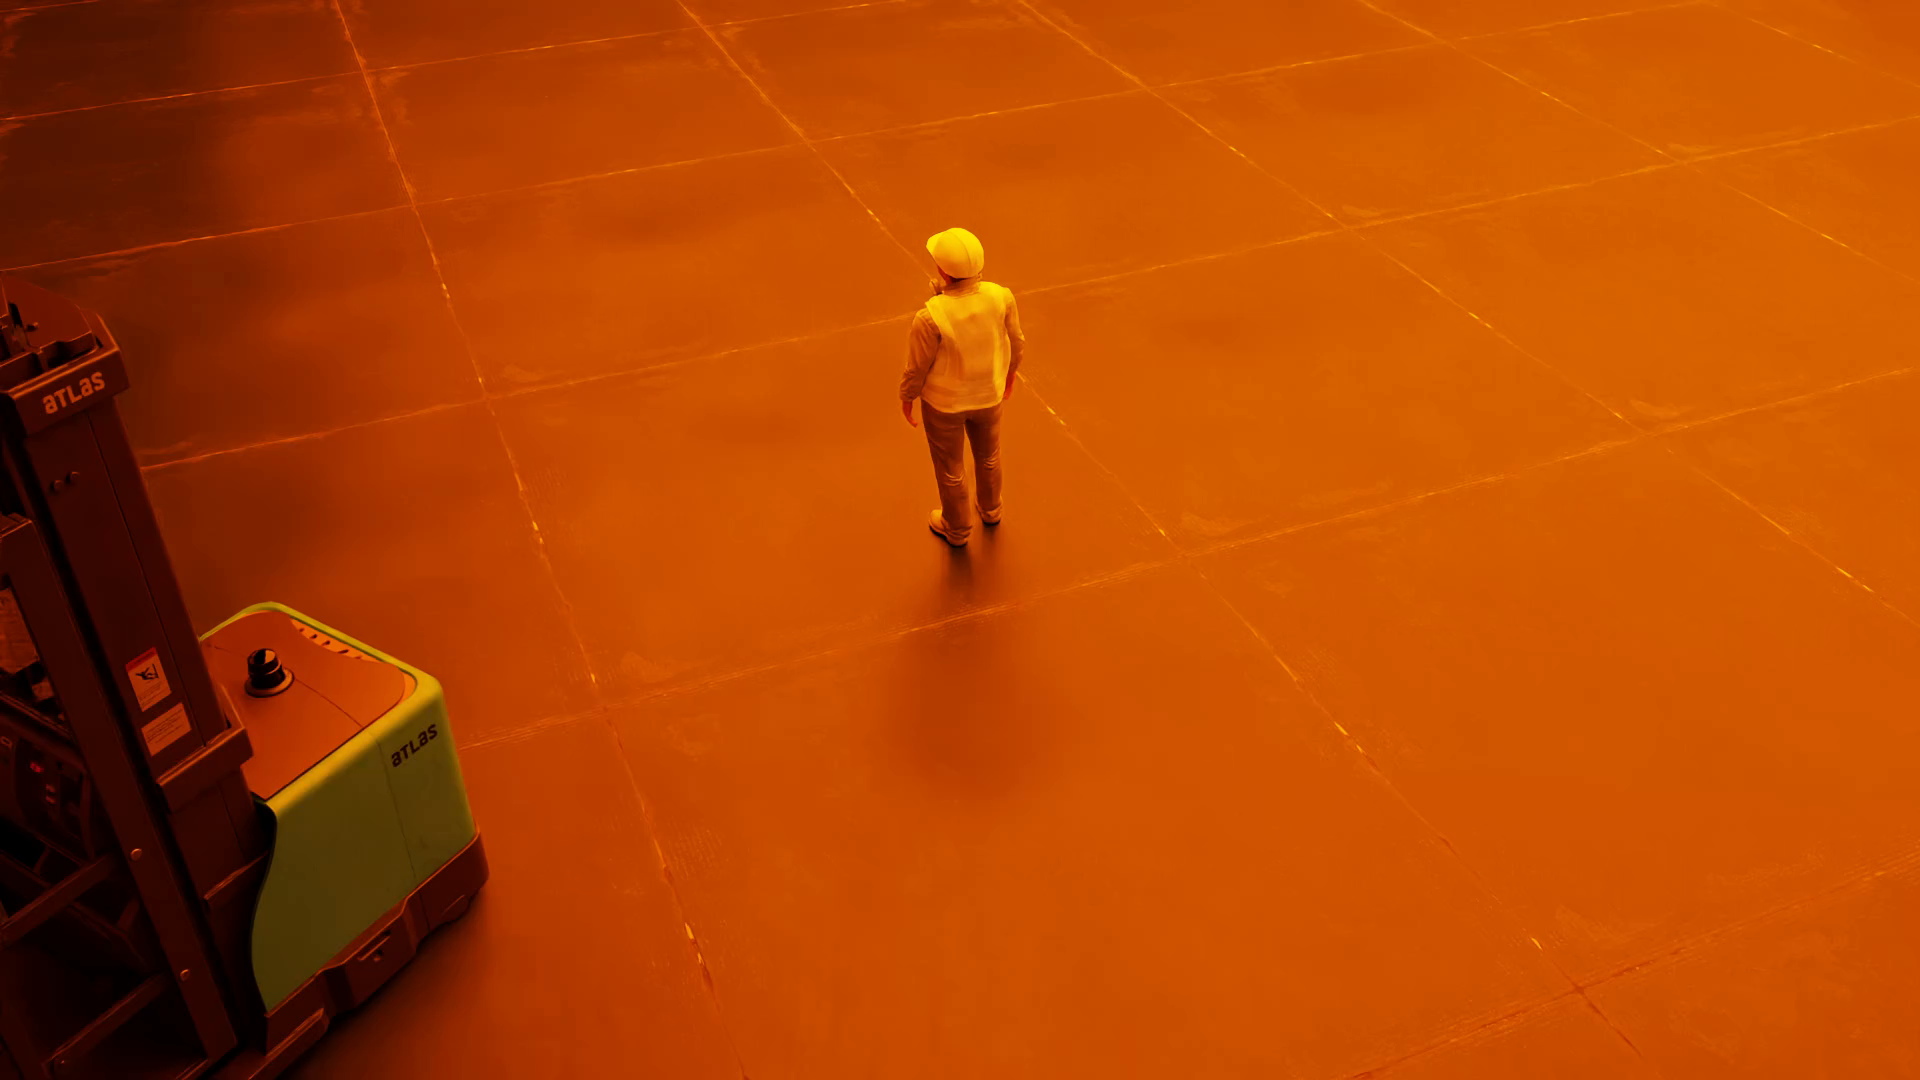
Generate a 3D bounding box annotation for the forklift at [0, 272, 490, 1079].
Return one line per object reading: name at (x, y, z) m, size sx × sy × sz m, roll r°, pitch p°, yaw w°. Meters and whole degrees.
forklift at (-3.081, 0.769, 5.017) m, size 1.130 × 2.935 × 3.031 m, roll 20°, pitch 40°, yaw 26°

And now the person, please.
person at (-0.016, -0.764, 8.158) m, size 0.632 × 1.773 × 0.568 m, roll -14°, pitch 38°, yaw -19°
